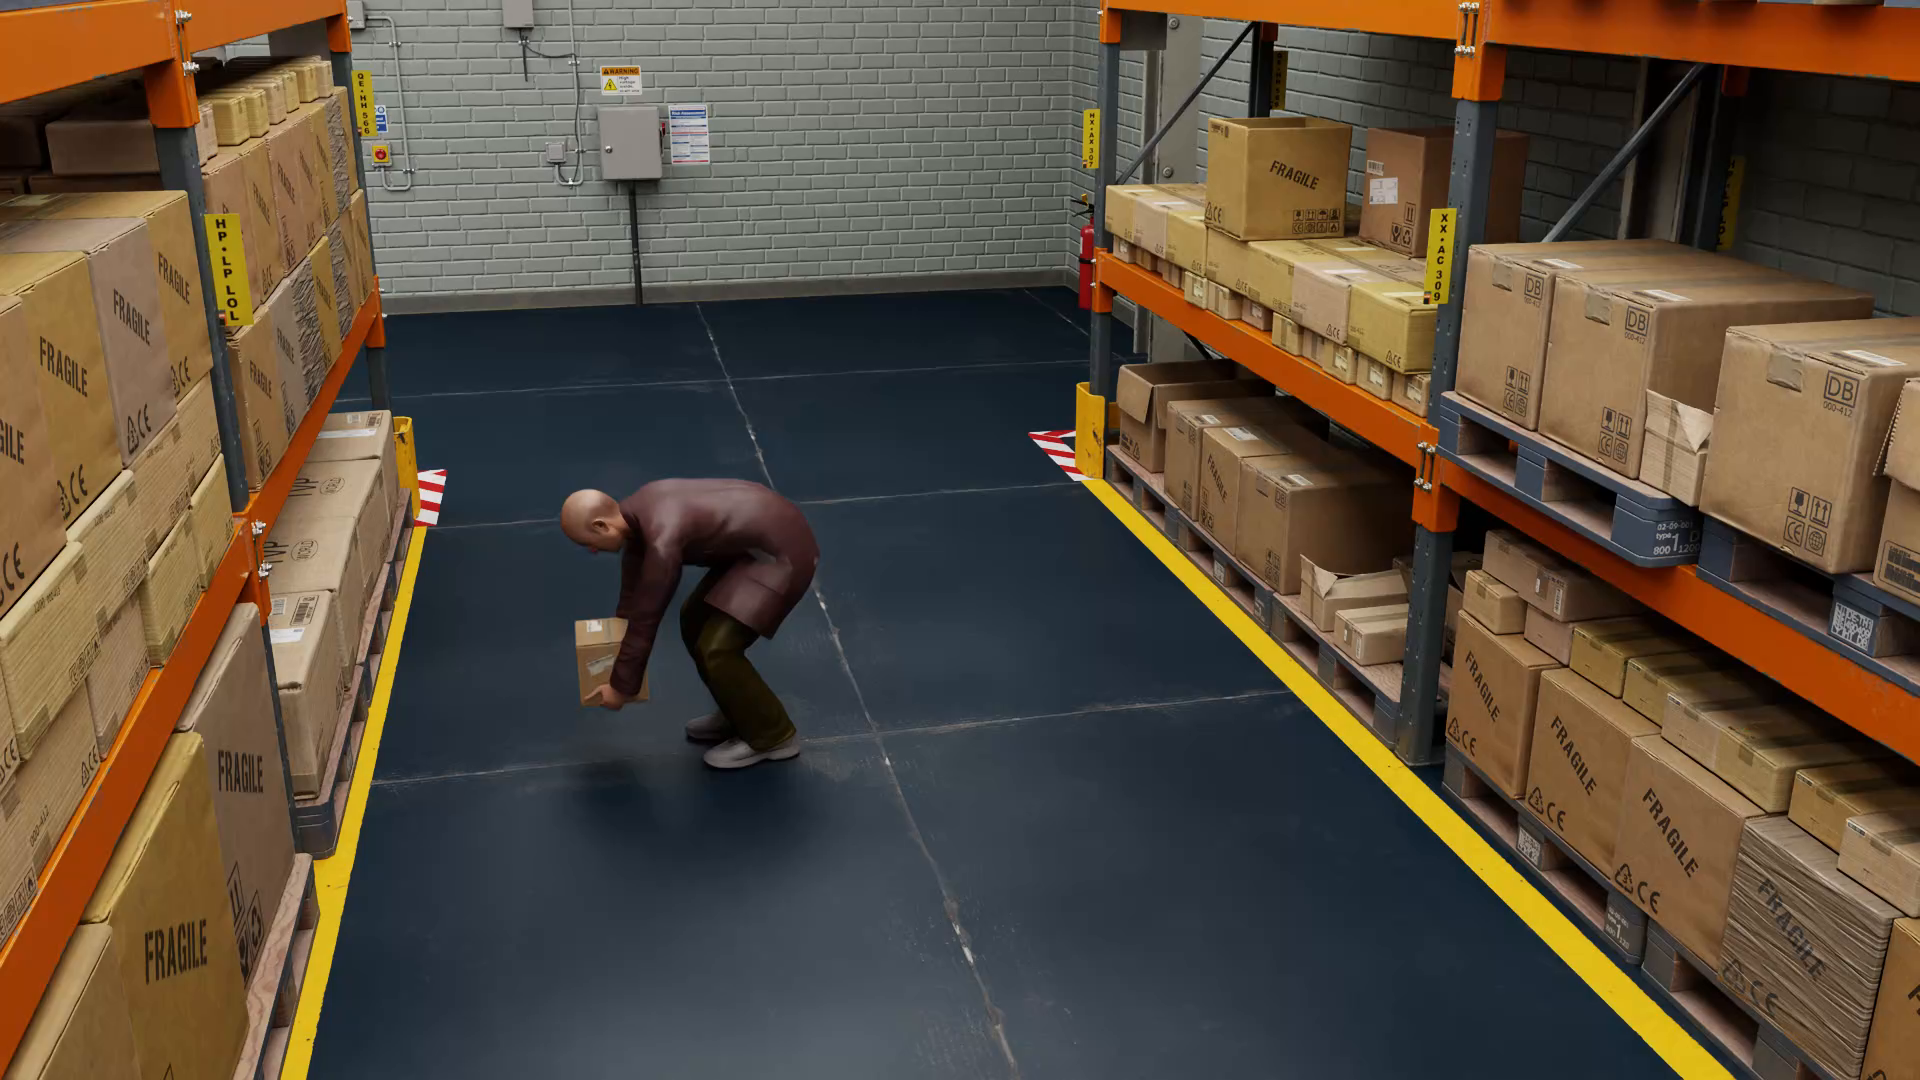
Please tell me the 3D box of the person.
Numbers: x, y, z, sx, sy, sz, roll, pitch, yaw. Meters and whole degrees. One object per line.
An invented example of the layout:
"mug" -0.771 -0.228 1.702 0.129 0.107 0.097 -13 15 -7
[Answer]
"person" -0.991 0.308 6.267 0.941 1.079 0.585 -5 20 -15
